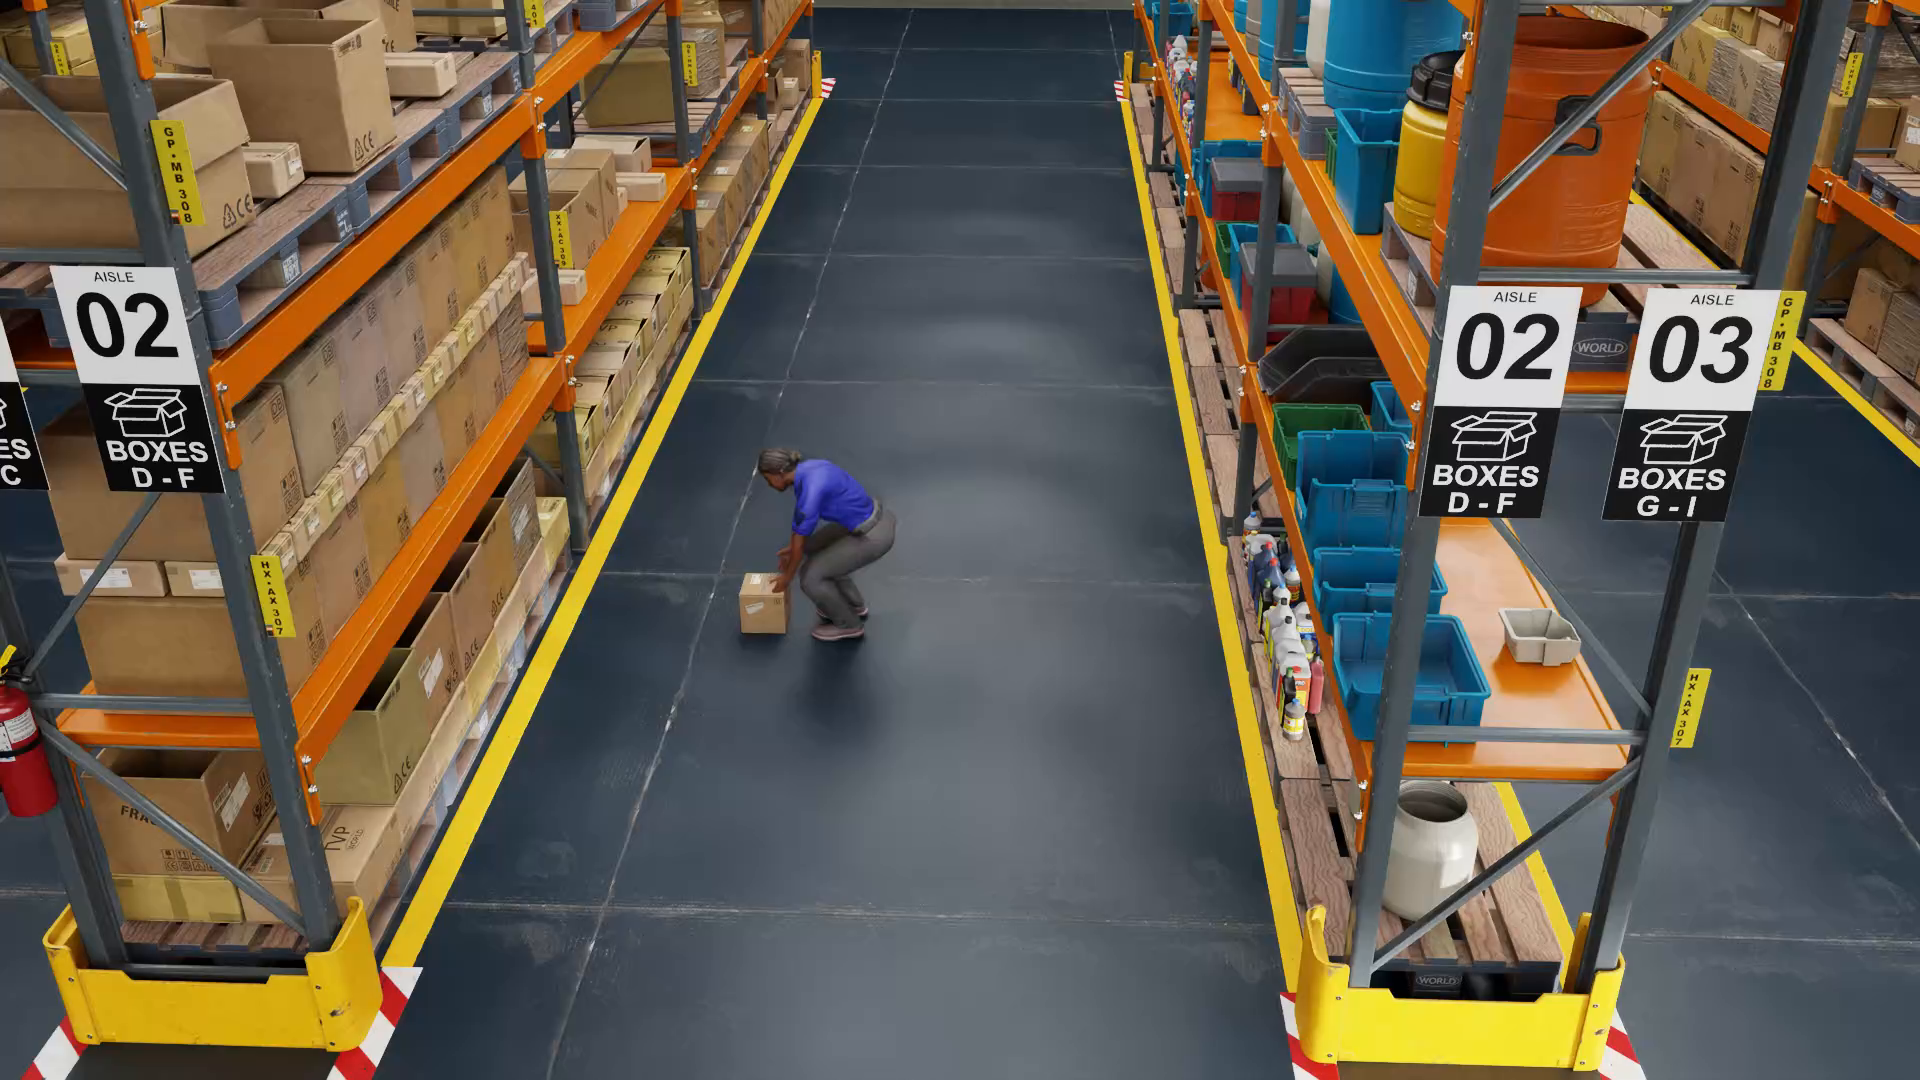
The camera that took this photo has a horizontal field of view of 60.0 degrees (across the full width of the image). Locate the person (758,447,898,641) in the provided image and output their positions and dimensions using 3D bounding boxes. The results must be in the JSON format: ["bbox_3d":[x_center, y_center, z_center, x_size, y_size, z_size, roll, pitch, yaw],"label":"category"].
[{"bbox_3d":[-0.720,0.003,9.185,0.739,1.134,0.495,1,28,2],"label":"person"}]
